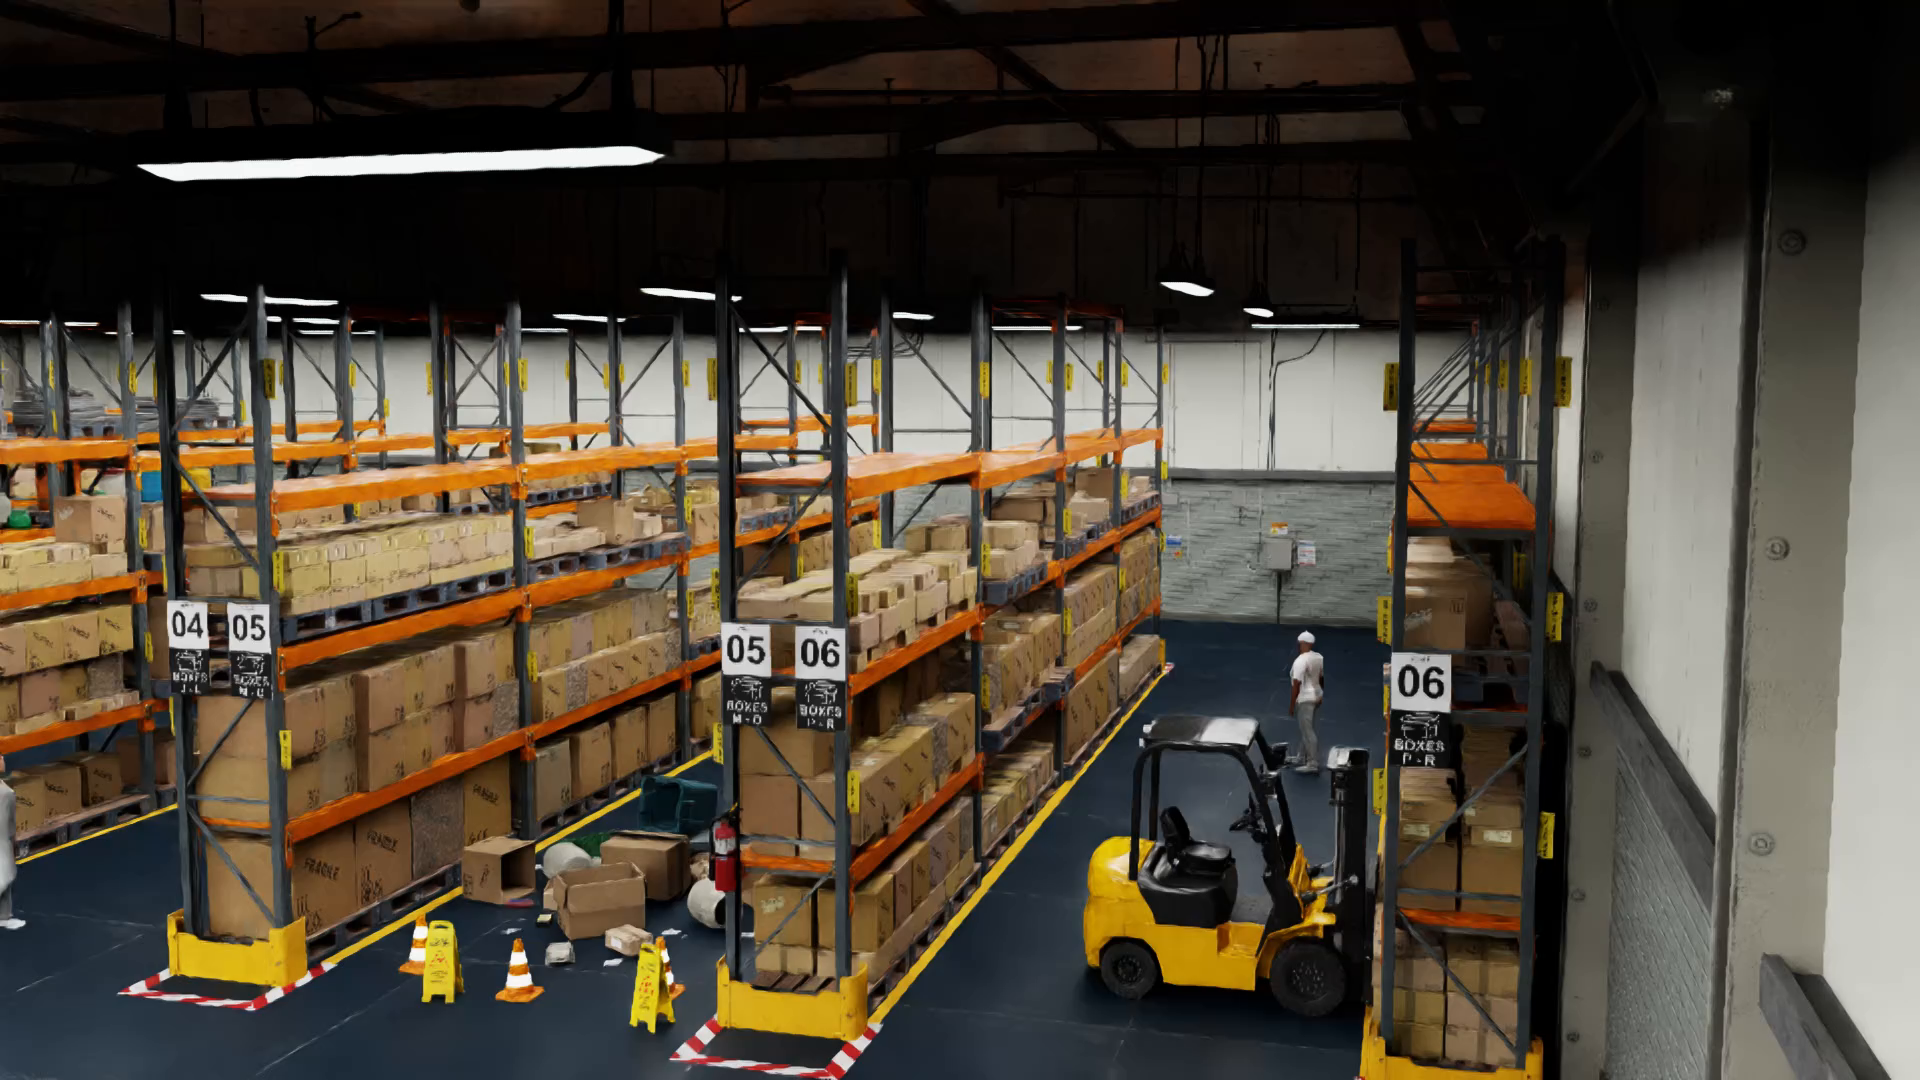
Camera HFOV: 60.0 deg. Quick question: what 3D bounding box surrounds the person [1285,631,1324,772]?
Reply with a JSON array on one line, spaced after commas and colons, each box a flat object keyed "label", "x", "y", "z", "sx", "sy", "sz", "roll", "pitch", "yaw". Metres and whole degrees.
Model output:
[{"label": "person", "x": 4.387, "y": 2.030, "z": 21.240, "sx": 0.579, "sy": 1.763, "sz": 0.685, "roll": 4, "pitch": 8, "yaw": 36}]

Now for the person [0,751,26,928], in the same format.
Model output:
[{"label": "person", "x": -8.801, "y": 2.741, "z": 15.144, "sx": 0.432, "sy": 1.661, "sz": 0.503, "roll": -1, "pitch": 6, "yaw": -14}]
